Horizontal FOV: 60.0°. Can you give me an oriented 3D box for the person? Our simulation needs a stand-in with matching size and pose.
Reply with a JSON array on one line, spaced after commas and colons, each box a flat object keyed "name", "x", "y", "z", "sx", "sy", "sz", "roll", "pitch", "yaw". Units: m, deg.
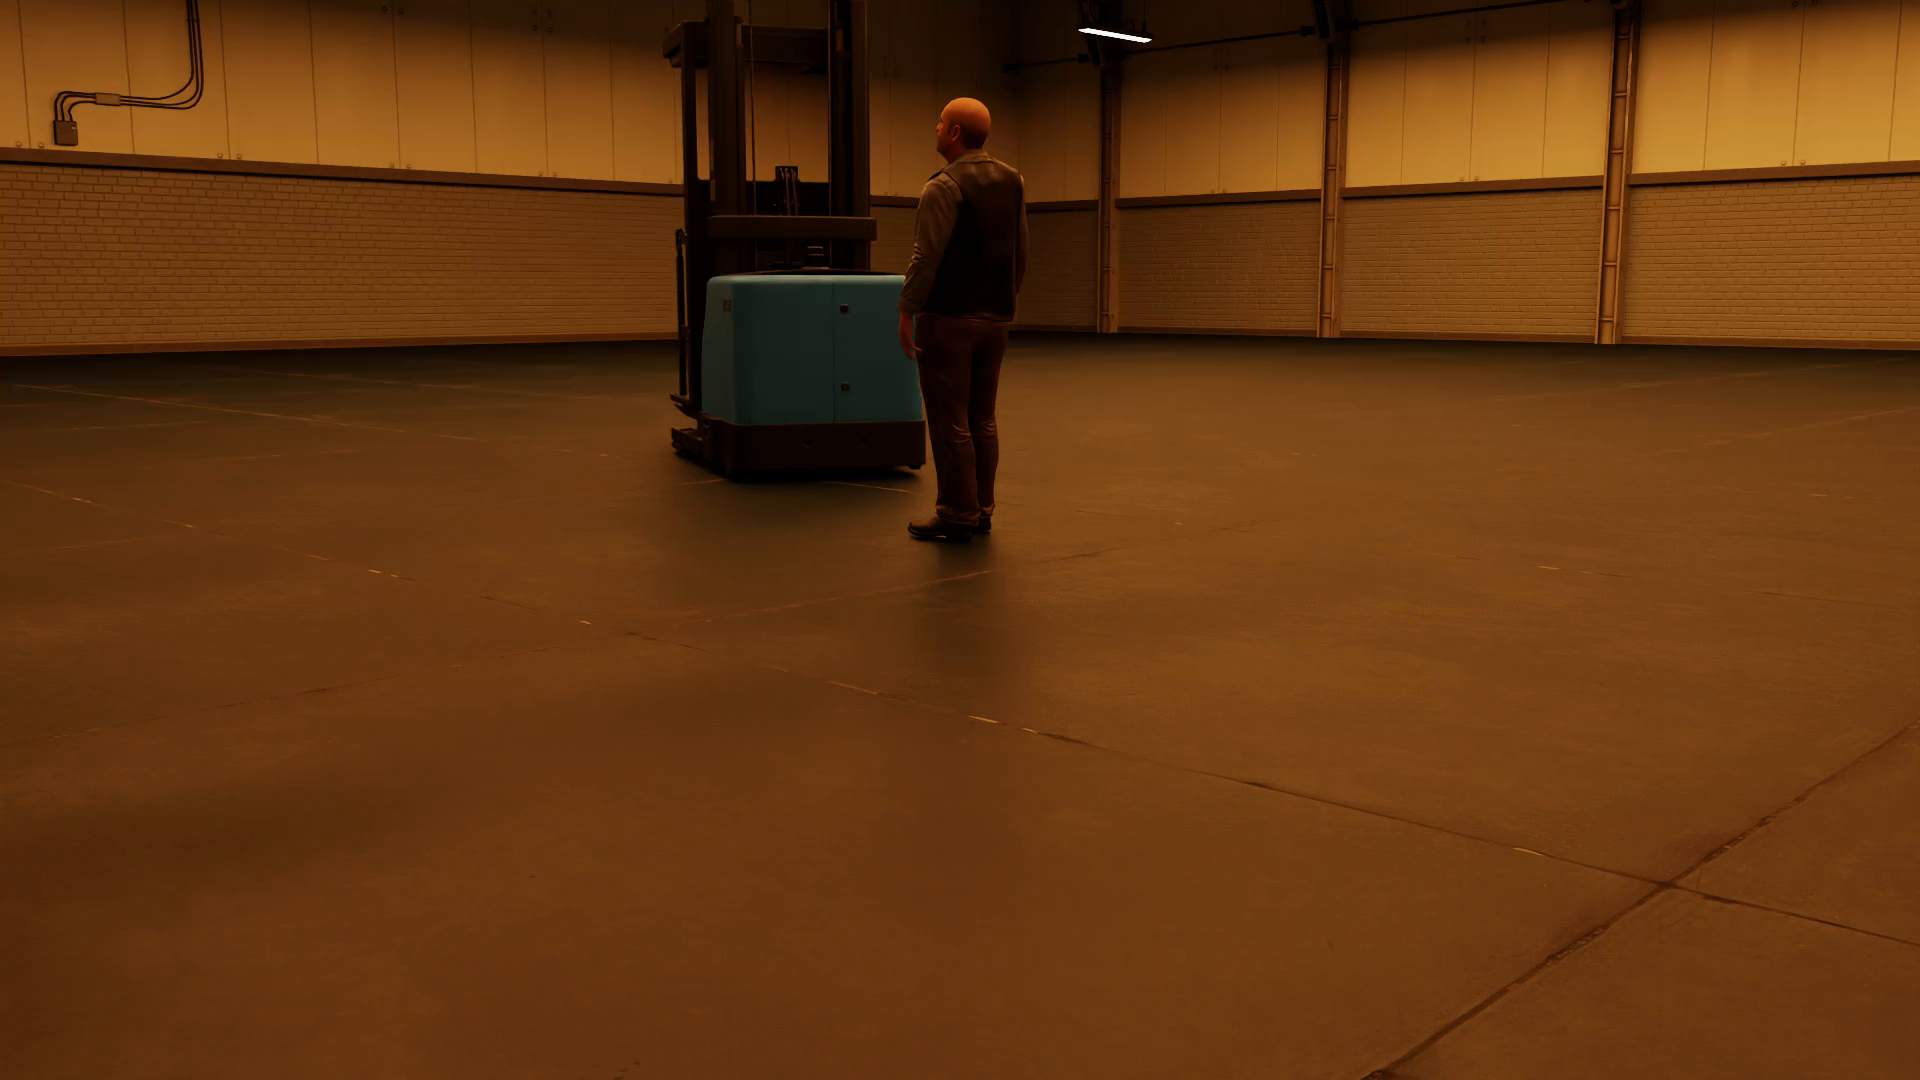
[{"name": "person", "x": -0.040, "y": -0.865, "z": 6.637, "sx": 0.566, "sy": 1.722, "sz": 0.633, "roll": 8, "pitch": 12, "yaw": 43}]

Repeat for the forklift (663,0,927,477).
[{"name": "forklift", "x": -1.134, "y": -1.963, "z": 9.913, "sx": 1.130, "sy": 2.935, "sz": 3.031, "roll": -3, "pitch": 9, "yaw": -19}]
